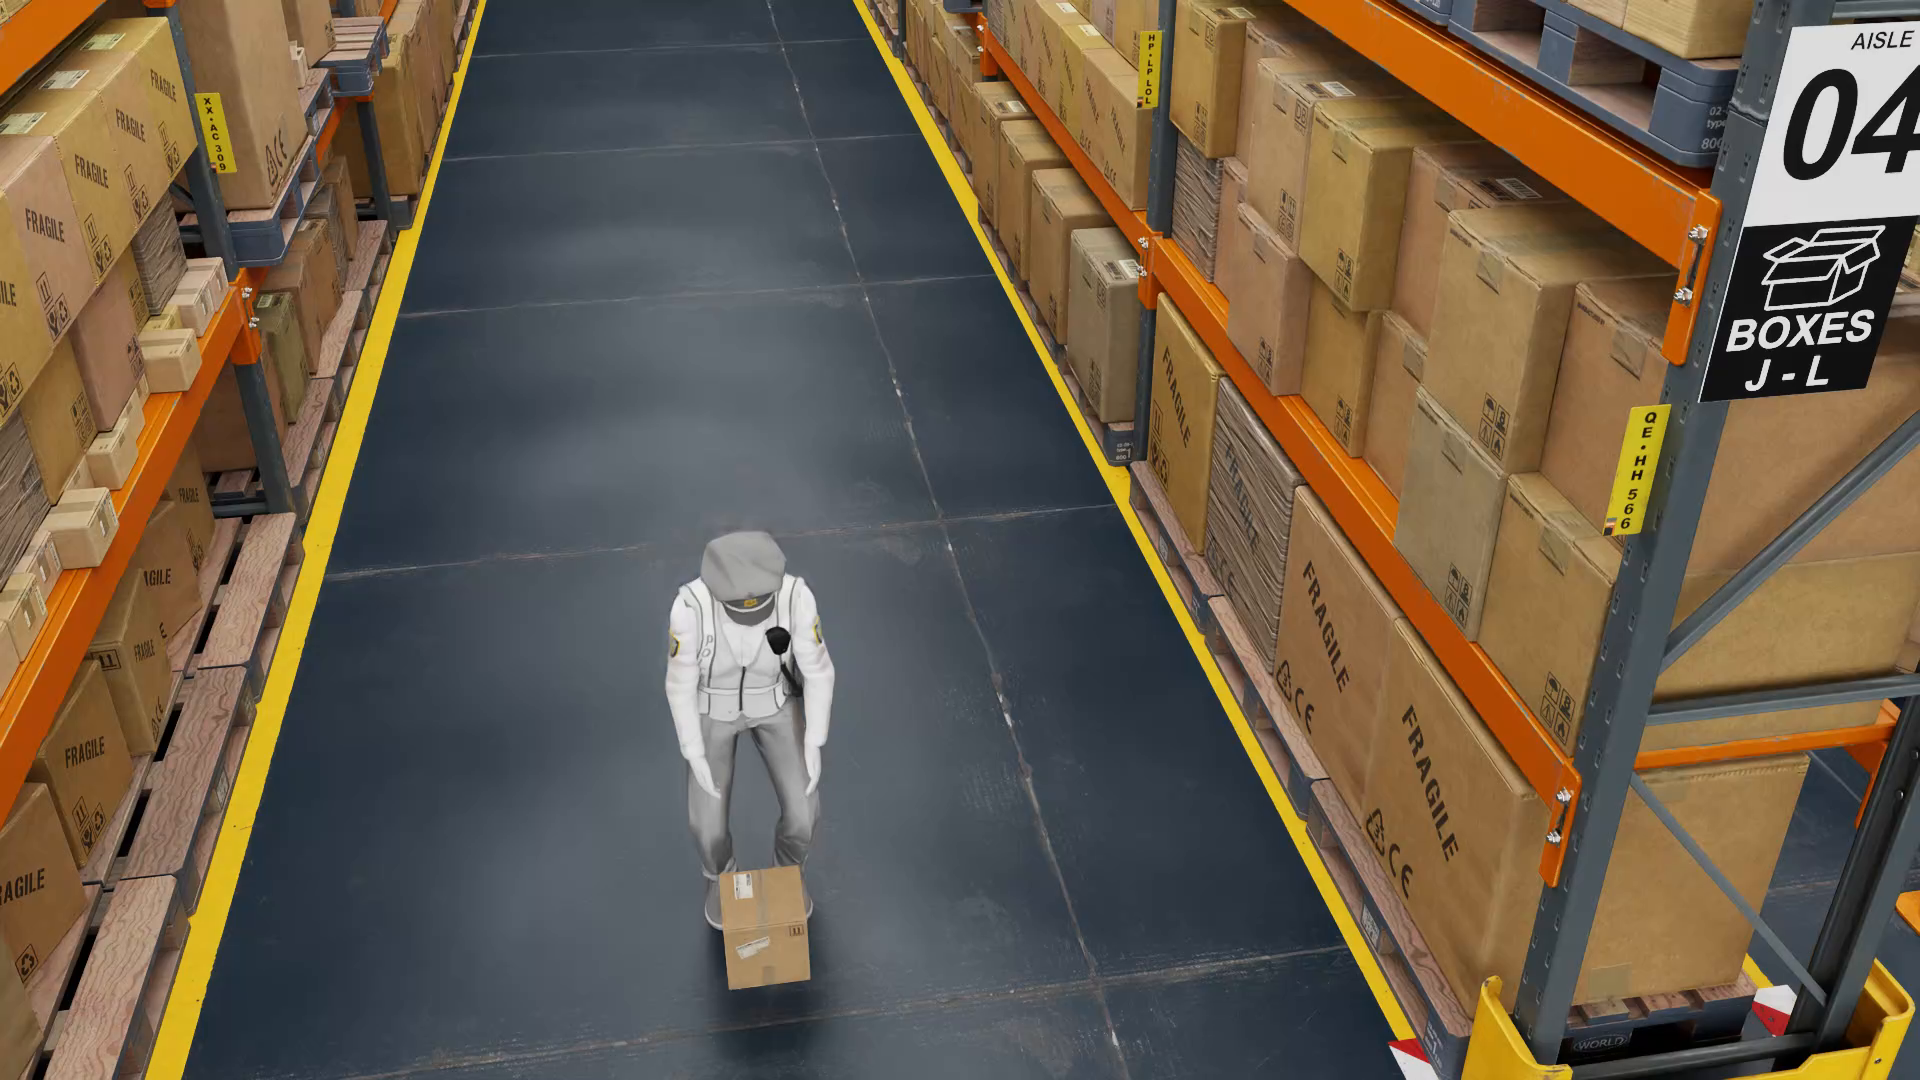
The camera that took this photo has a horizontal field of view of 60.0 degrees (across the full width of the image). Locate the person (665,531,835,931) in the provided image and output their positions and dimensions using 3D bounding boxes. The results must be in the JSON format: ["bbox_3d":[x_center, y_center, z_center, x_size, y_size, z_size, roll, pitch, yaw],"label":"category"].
[{"bbox_3d":[-0.654,0.595,5.288,0.526,1.522,0.591,-5,31,-8],"label":"person"}]
